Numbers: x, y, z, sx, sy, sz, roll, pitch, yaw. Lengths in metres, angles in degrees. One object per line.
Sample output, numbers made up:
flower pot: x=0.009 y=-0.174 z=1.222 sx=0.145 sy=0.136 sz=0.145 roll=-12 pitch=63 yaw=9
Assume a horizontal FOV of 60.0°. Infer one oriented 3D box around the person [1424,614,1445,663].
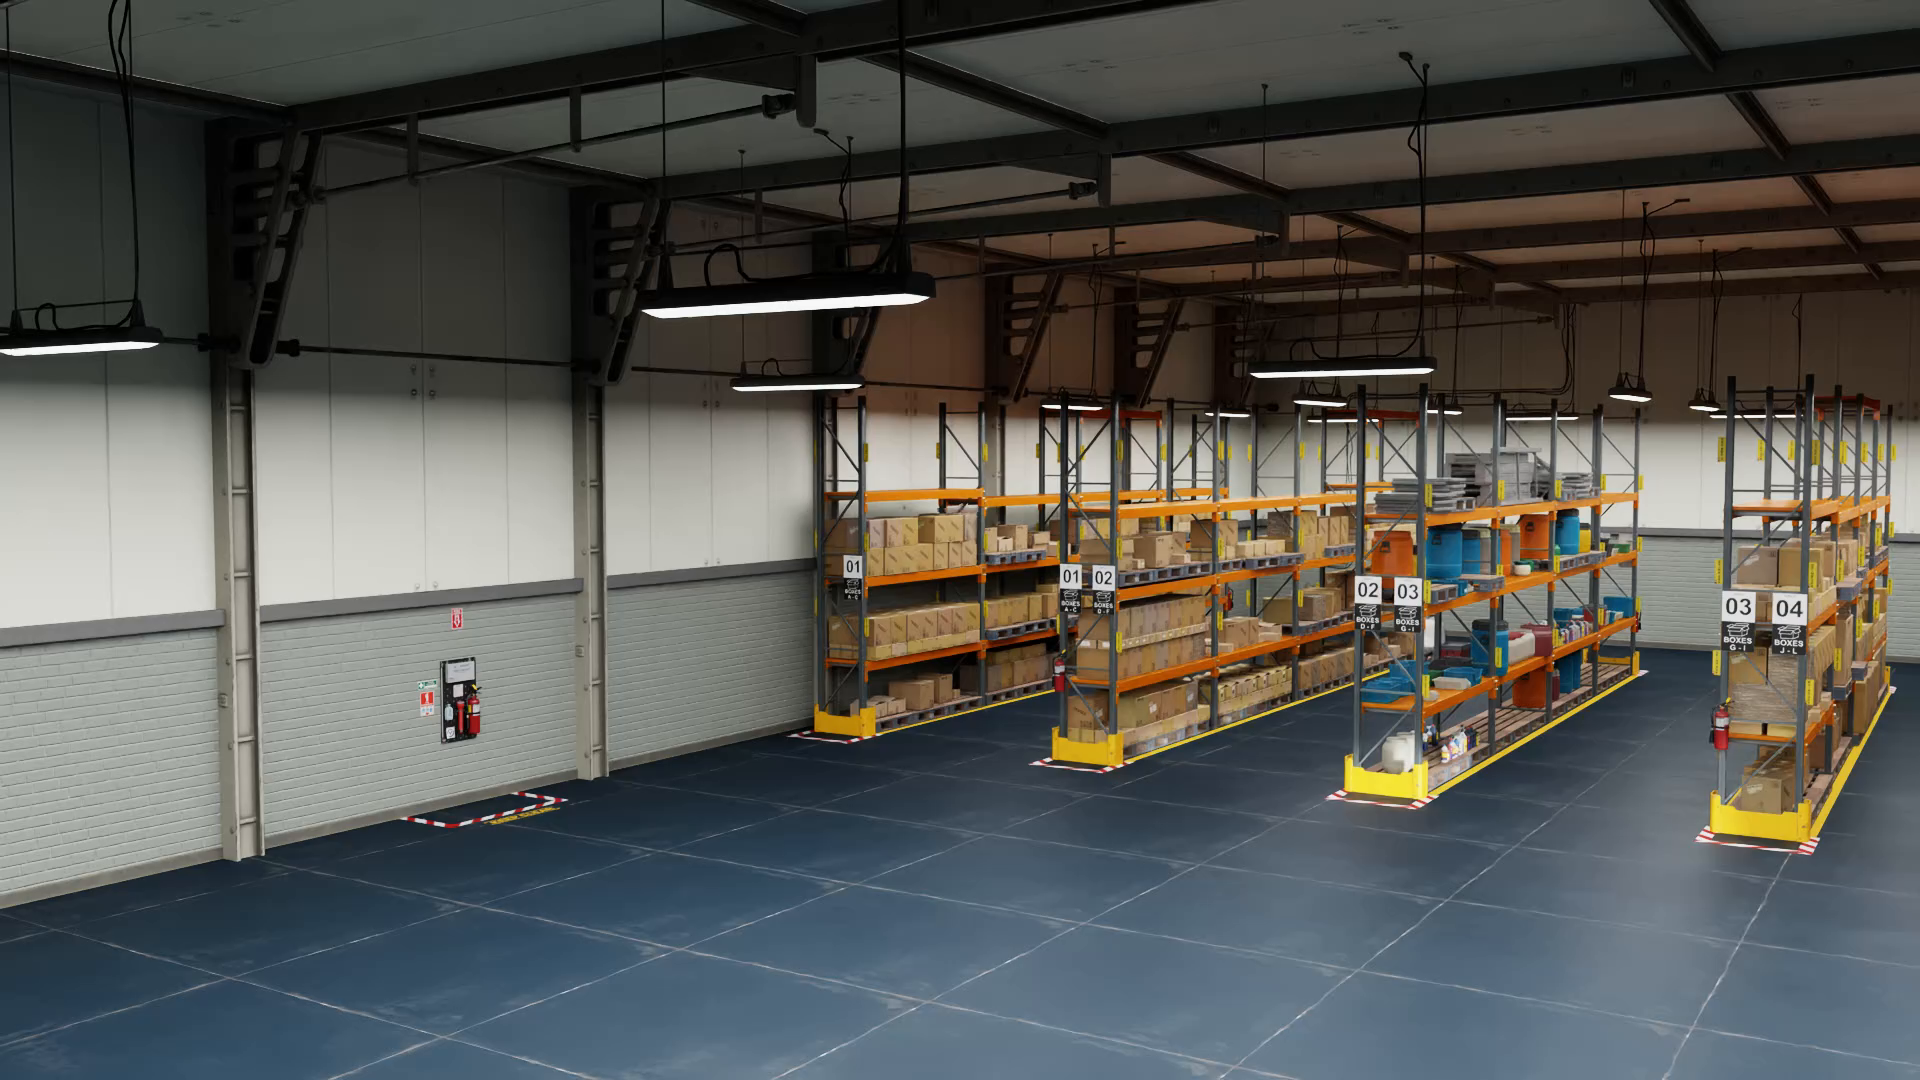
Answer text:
person: x=9.940 y=2.280 z=35.084 sx=0.569 sy=1.788 sz=0.397 roll=0 pitch=3 yaw=2
